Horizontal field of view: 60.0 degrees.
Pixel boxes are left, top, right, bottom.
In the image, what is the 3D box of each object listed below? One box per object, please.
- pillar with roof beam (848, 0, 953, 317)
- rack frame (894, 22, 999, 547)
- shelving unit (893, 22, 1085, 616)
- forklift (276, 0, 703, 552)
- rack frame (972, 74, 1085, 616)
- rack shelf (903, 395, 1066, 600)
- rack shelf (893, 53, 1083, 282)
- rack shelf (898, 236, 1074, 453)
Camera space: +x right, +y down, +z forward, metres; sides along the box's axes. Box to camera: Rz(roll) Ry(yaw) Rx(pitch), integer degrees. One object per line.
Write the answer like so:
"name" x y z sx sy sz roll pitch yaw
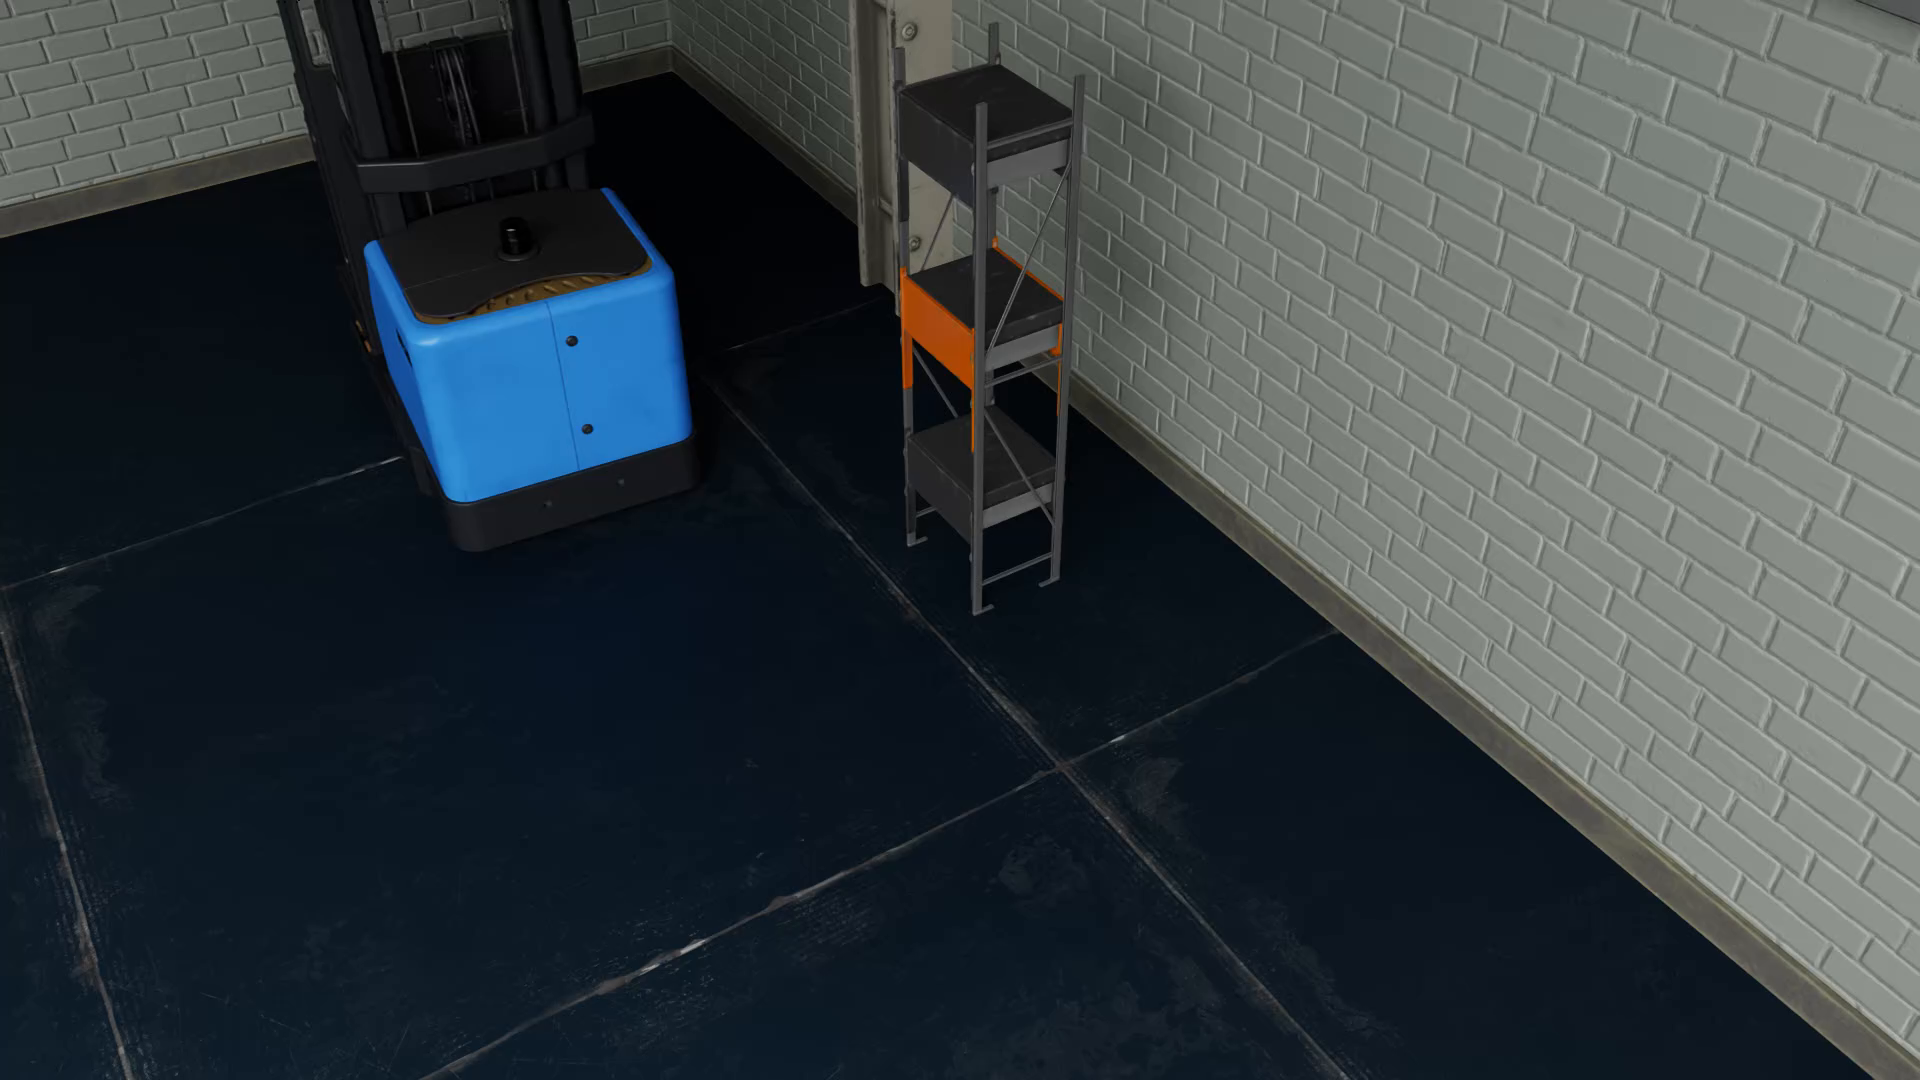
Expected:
"pillar with roof beam" -3.894 -3.209 3.572 9.100 9.000 0.400 -22 45 -24
"rack frame" -0.042 -0.849 6.129 0.400 2.100 0.015 -22 45 -24
"shelving unit" 0.089 -0.717 5.971 0.431 2.100 0.503 -22 45 -24
"forklift" -2.201 -2.013 6.876 1.130 2.935 3.031 -18 43 -21
"rack frame" 0.220 -0.586 5.813 0.400 2.100 0.015 -22 45 -24
"rack shelf" 0.089 -0.169 6.427 0.431 0.518 0.480 -22 45 -24
"rack shelf" 0.089 -1.245 5.531 0.431 0.518 0.480 -22 45 -24
"rack shelf" 0.089 -0.707 5.979 0.431 0.518 0.480 -22 45 -24
